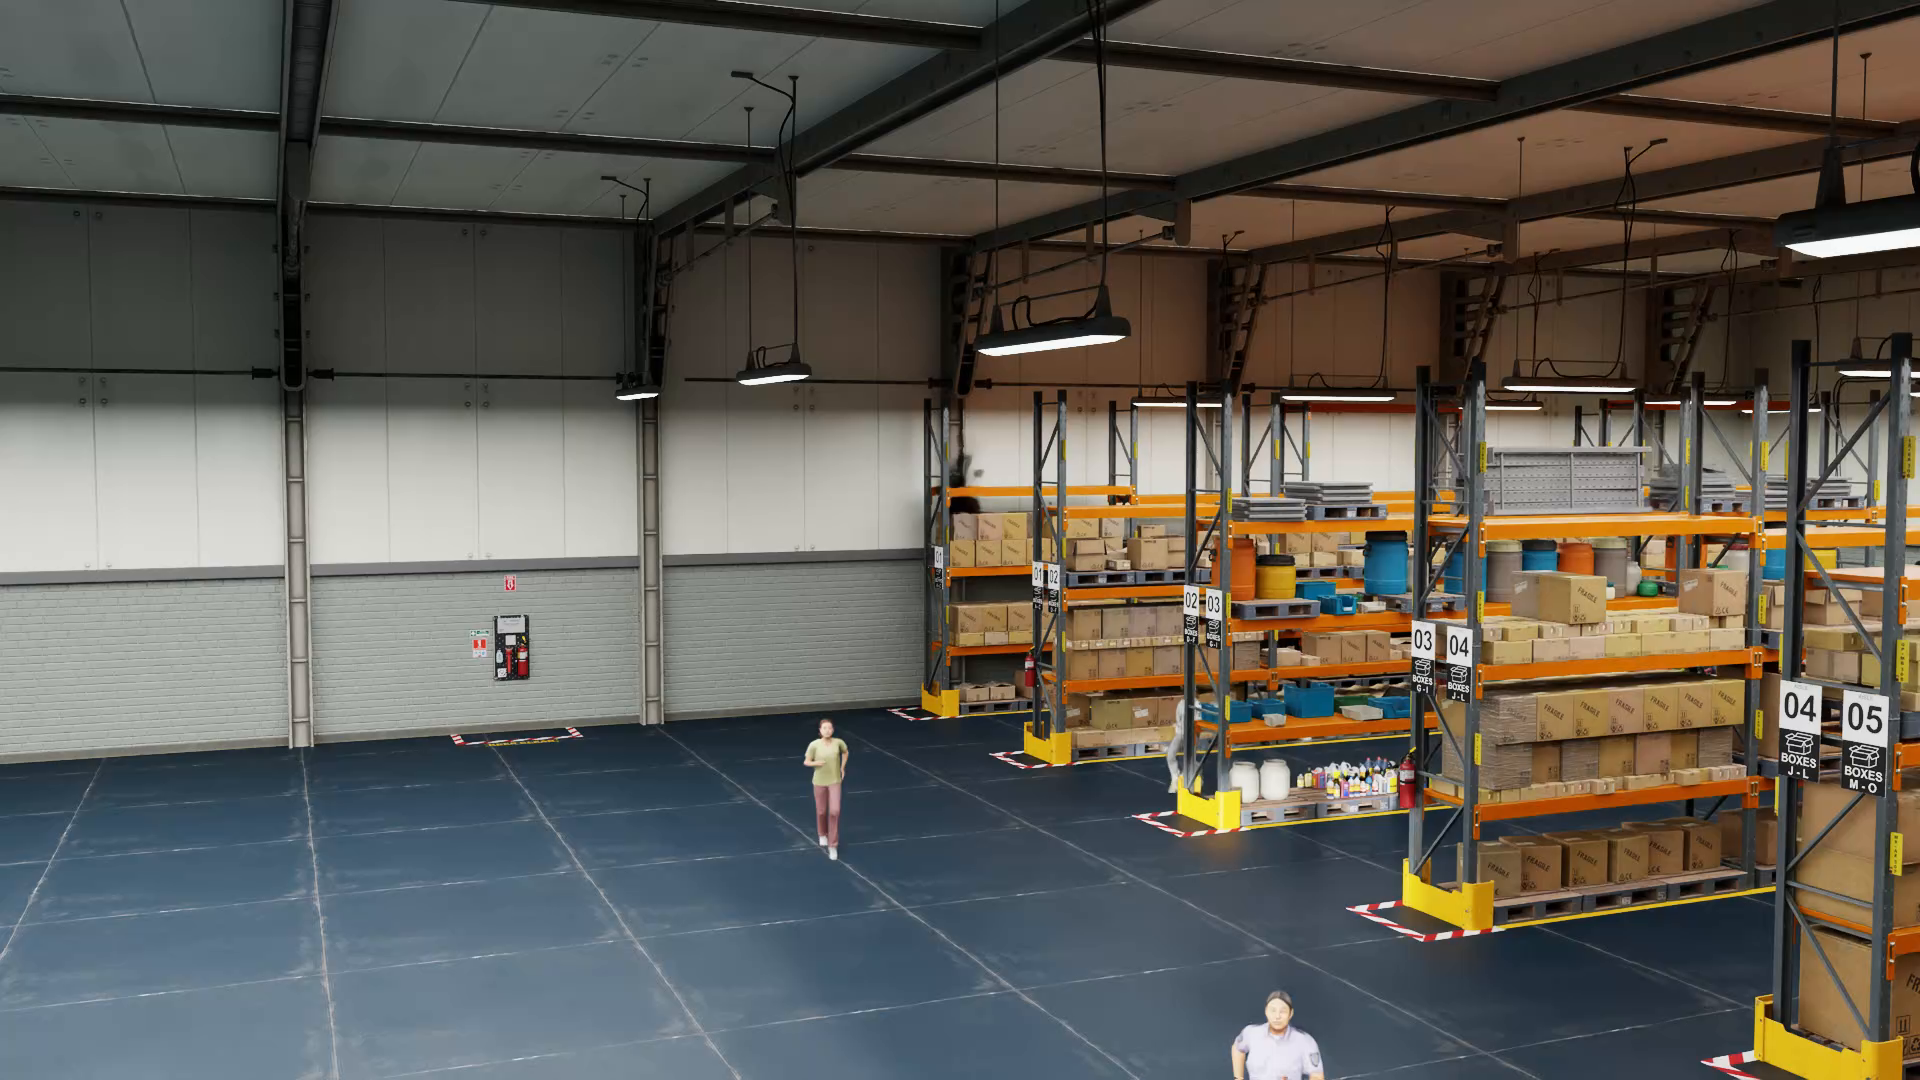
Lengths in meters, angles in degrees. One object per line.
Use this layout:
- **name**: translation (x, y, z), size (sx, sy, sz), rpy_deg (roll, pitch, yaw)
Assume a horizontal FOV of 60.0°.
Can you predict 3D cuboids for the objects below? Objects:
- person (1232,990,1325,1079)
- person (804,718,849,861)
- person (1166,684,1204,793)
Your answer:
- **person**: translation (2.022, 3.703, 10.616), size (0.594, 1.678, 0.878), rpy_deg (1, 3, 12)
- **person**: translation (-1.668, 3.082, 20.832), size (0.570, 1.701, 0.831), rpy_deg (0, 3, -7)
- **person**: translation (3.370, 2.910, 24.475), size (0.694, 1.715, 0.593), rpy_deg (-3, 4, -37)
